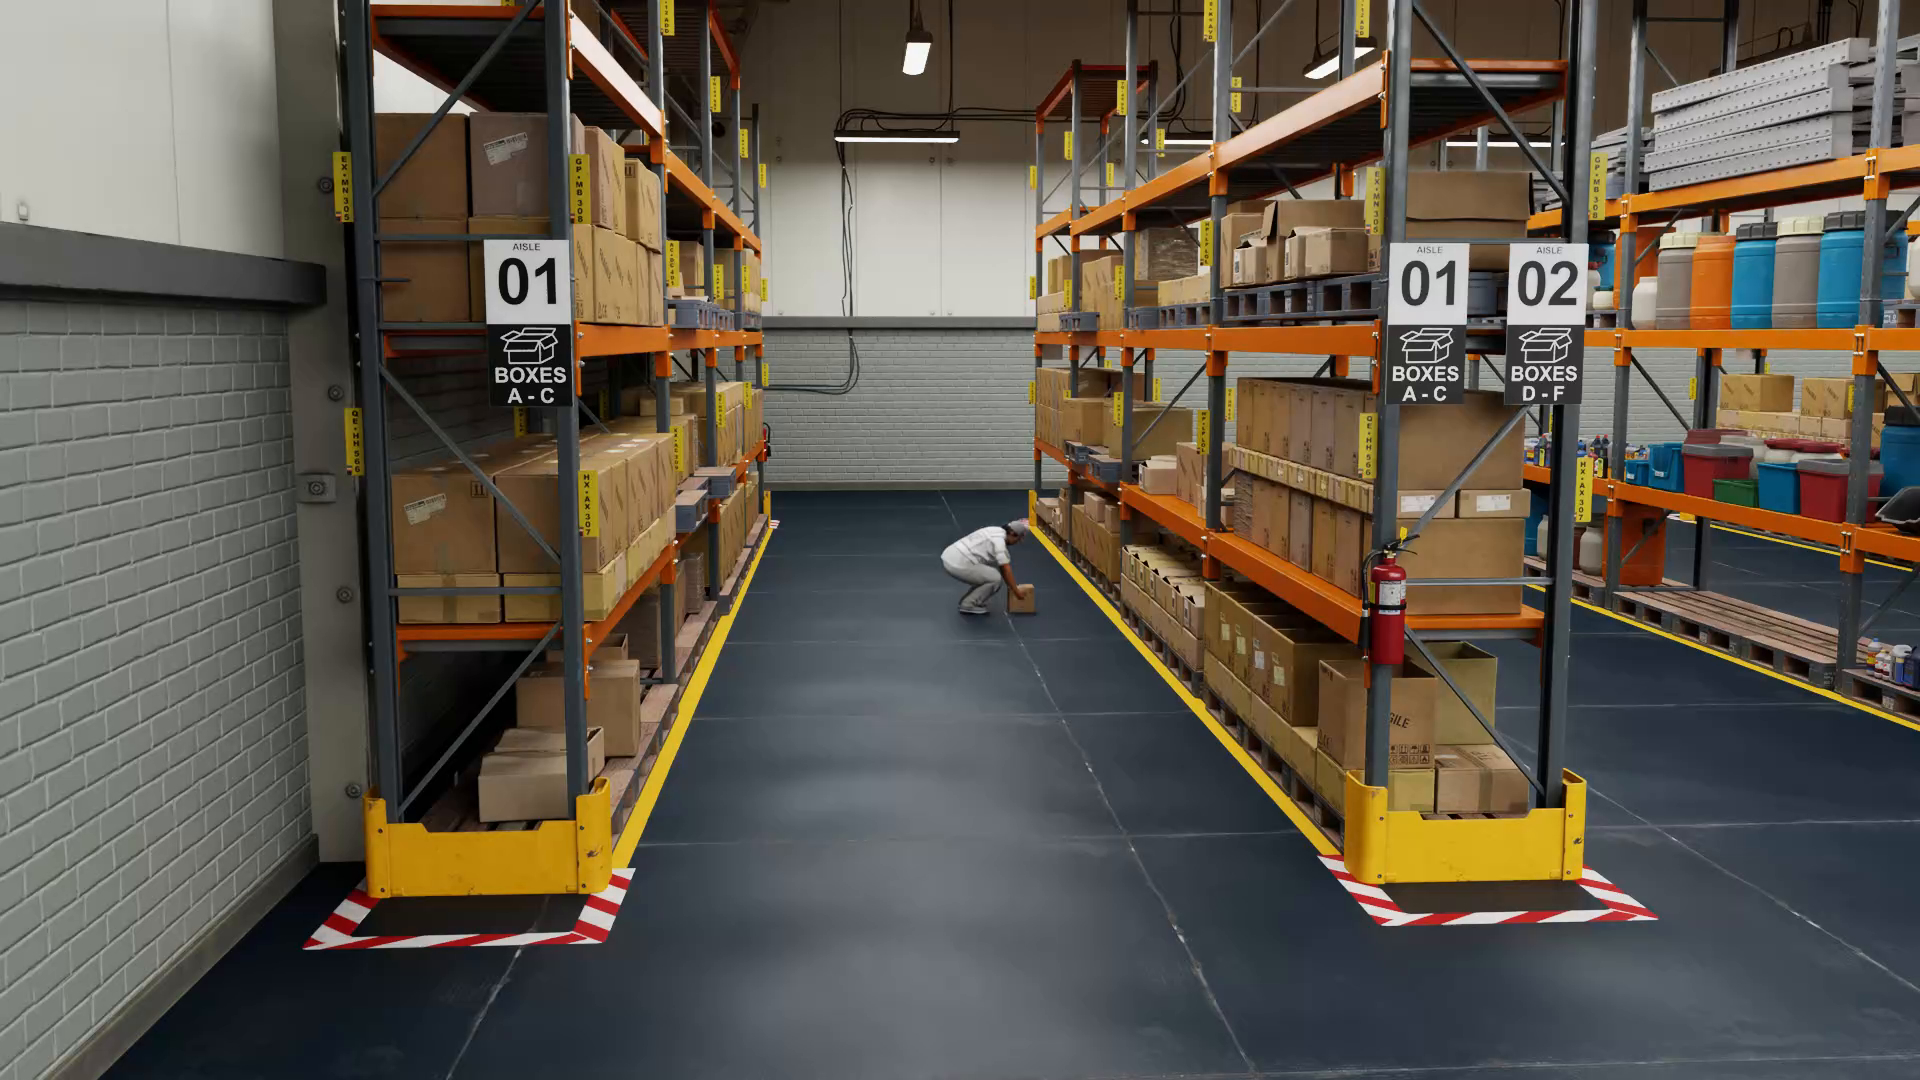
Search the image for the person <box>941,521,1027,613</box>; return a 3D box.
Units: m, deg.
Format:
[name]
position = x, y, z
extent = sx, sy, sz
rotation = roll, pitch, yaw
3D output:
[person]
position = 0.243, 0.267, 16.716
extent = 0.858, 0.907, 0.523
rotation = 0, 7, -4
